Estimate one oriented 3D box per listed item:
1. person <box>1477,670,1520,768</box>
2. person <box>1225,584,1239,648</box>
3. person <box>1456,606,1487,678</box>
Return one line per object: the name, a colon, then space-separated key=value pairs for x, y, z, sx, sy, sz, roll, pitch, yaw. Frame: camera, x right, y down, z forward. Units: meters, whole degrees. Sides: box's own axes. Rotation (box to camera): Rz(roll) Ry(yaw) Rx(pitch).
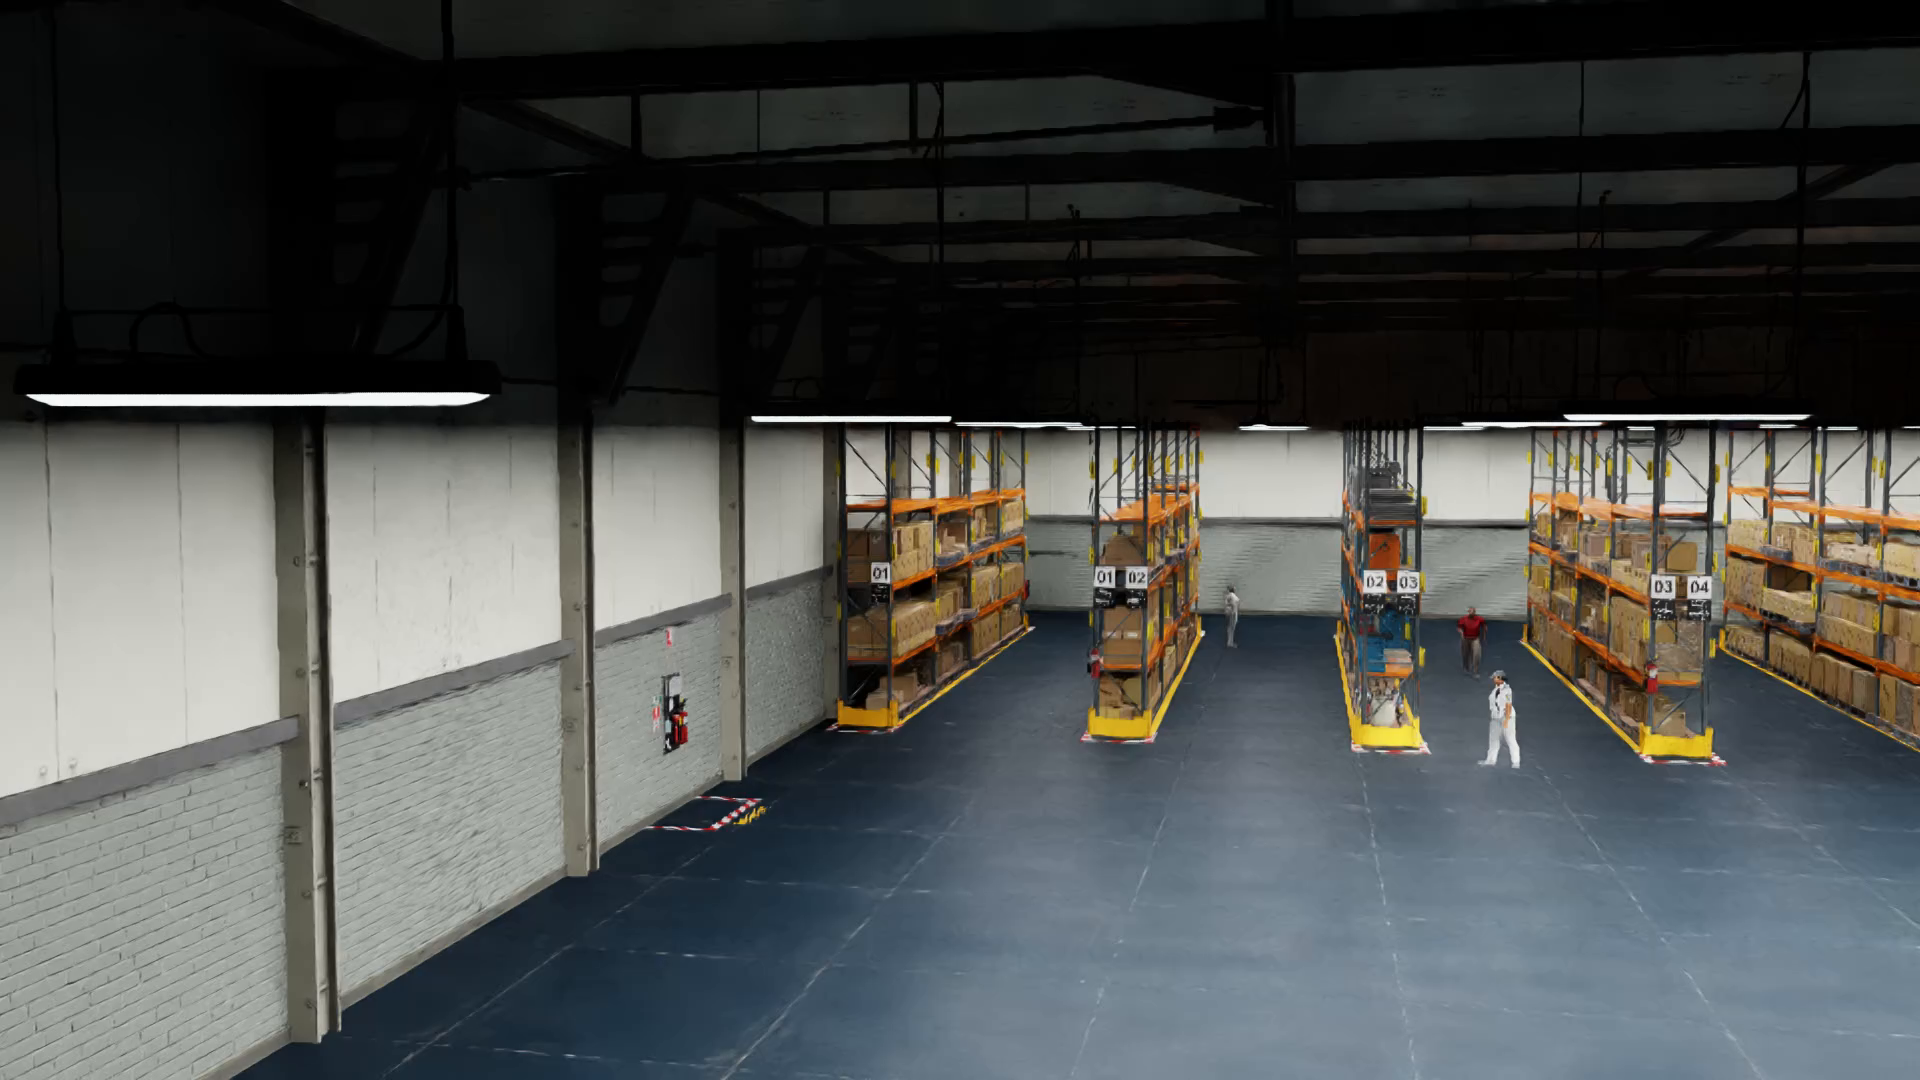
person: x=9.254 y=3.048 z=28.457 sx=0.601 sy=1.650 sz=0.614 roll=-1 pitch=4 yaw=-11
person: x=7.266 y=2.003 z=44.265 sx=0.416 sy=1.677 sz=0.537 roll=-1 pitch=4 yaw=-18
person: x=12.009 y=2.404 z=39.069 sx=0.686 sy=1.578 sz=0.867 roll=1 pitch=4 yaw=17
